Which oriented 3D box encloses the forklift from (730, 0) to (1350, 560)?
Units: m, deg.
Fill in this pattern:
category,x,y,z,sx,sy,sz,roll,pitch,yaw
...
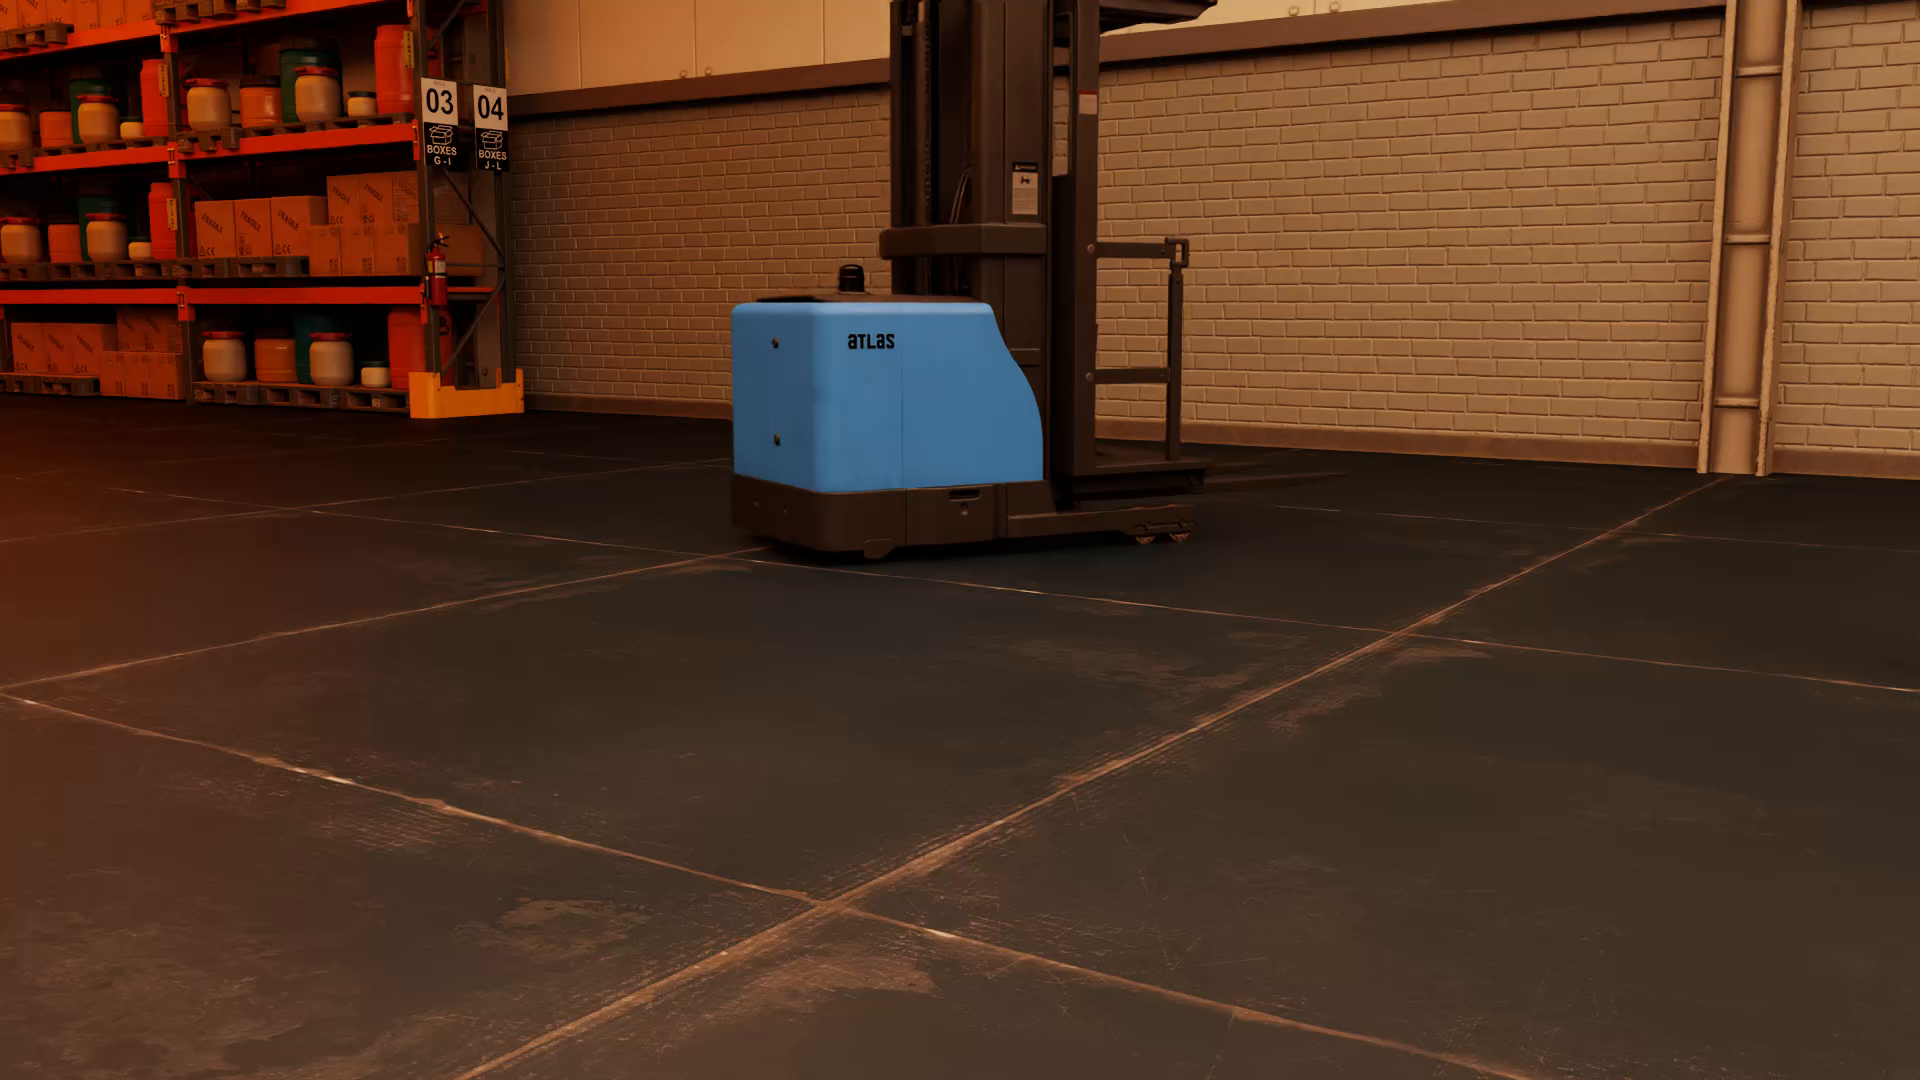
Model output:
category,x,y,z,sx,sy,sz,roll,pitch,yaw
forklift,0.492,-1.498,7.724,3.031,2.935,1.130,-5,9,-30
